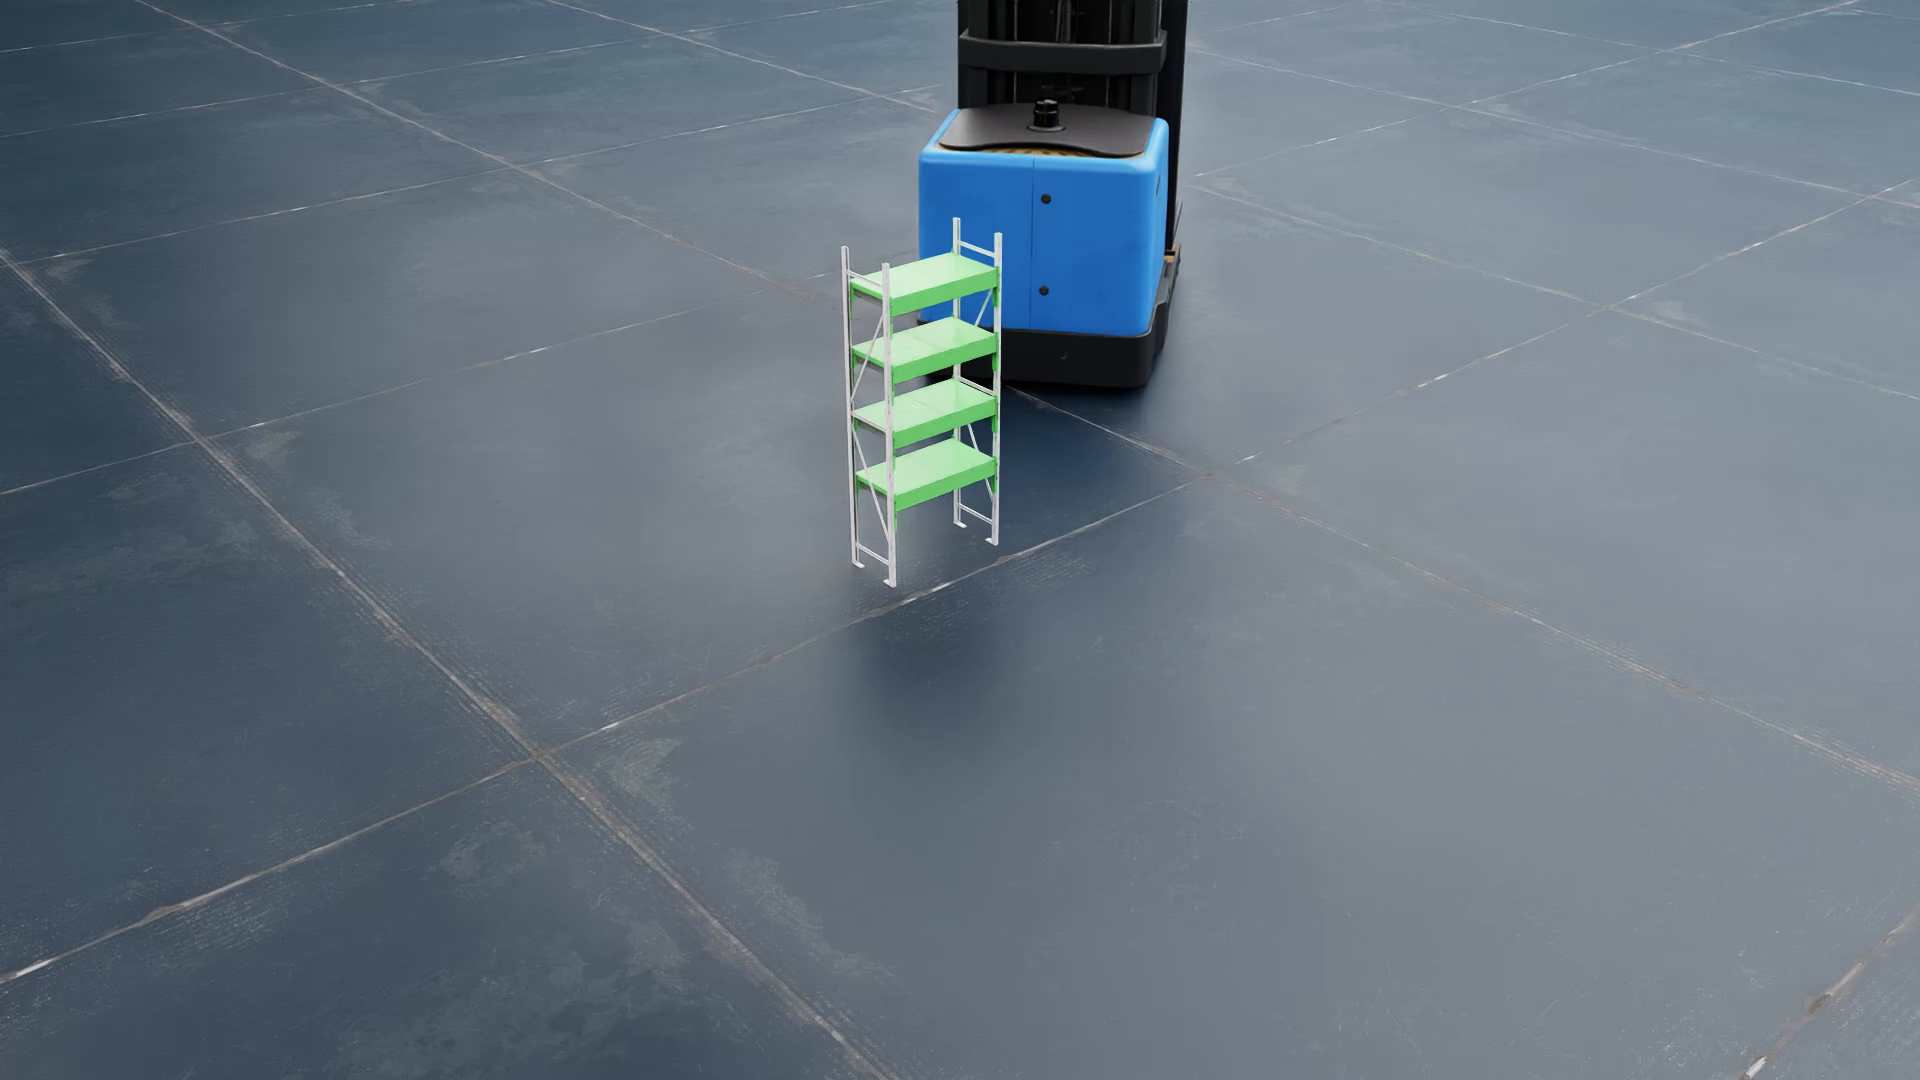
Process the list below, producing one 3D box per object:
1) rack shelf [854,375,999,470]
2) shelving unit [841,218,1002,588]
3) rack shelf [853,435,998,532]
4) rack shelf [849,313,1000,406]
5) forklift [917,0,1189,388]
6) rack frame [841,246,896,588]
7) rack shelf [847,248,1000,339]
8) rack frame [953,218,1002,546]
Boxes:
[{"bbox_3d":[-0.126,-0.422,5.903,0.480,0.148,0.258,-22,35,-35],"label":"rack shelf"},{"bbox_3d":[-0.126,-0.479,5.872,0.503,1.200,0.258,-22,35,-35],"label":"shelving unit"},{"bbox_3d":[-0.126,-0.211,6.016,0.480,0.148,0.258,-22,35,-35],"label":"rack shelf"},{"bbox_3d":[-0.126,-0.634,5.789,0.480,0.148,0.258,-22,35,-35],"label":"rack shelf"},{"bbox_3d":[0.576,-2.639,8.078,1.130,2.935,3.031,5,29,9],"label":"forklift"},{"bbox_3d":[-0.312,-0.404,5.733,0.015,1.200,0.240,-22,35,-35],"label":"rack frame"},{"bbox_3d":[-0.126,-0.846,5.676,0.480,0.148,0.258,-22,35,-35],"label":"rack shelf"},{"bbox_3d":[0.060,-0.553,6.012,0.015,1.200,0.240,-22,35,-35],"label":"rack frame"}]
